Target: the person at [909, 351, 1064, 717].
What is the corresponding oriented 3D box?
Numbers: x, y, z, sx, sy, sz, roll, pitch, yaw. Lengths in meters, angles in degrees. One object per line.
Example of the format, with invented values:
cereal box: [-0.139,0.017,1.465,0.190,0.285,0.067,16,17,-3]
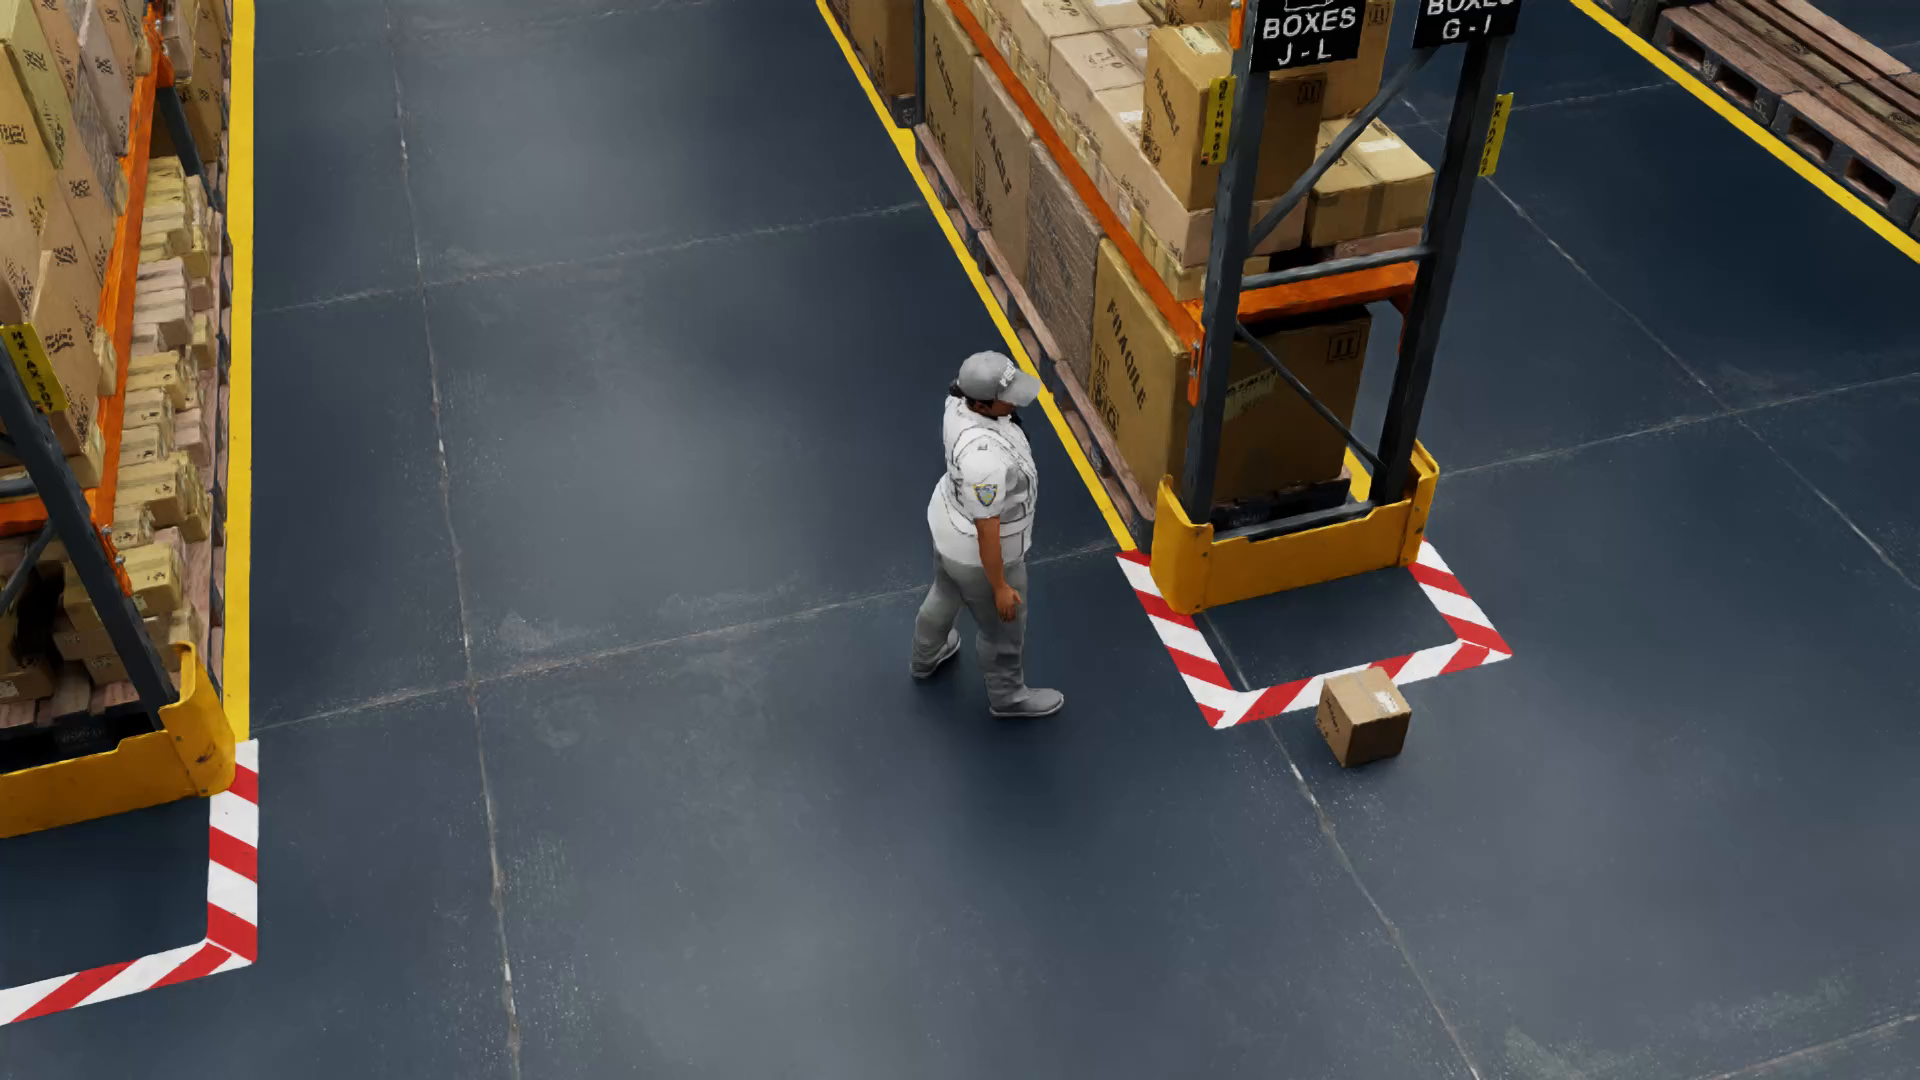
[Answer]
person: [0.111,-0.007,6.146,0.561,1.652,0.666,-8,43,-9]
